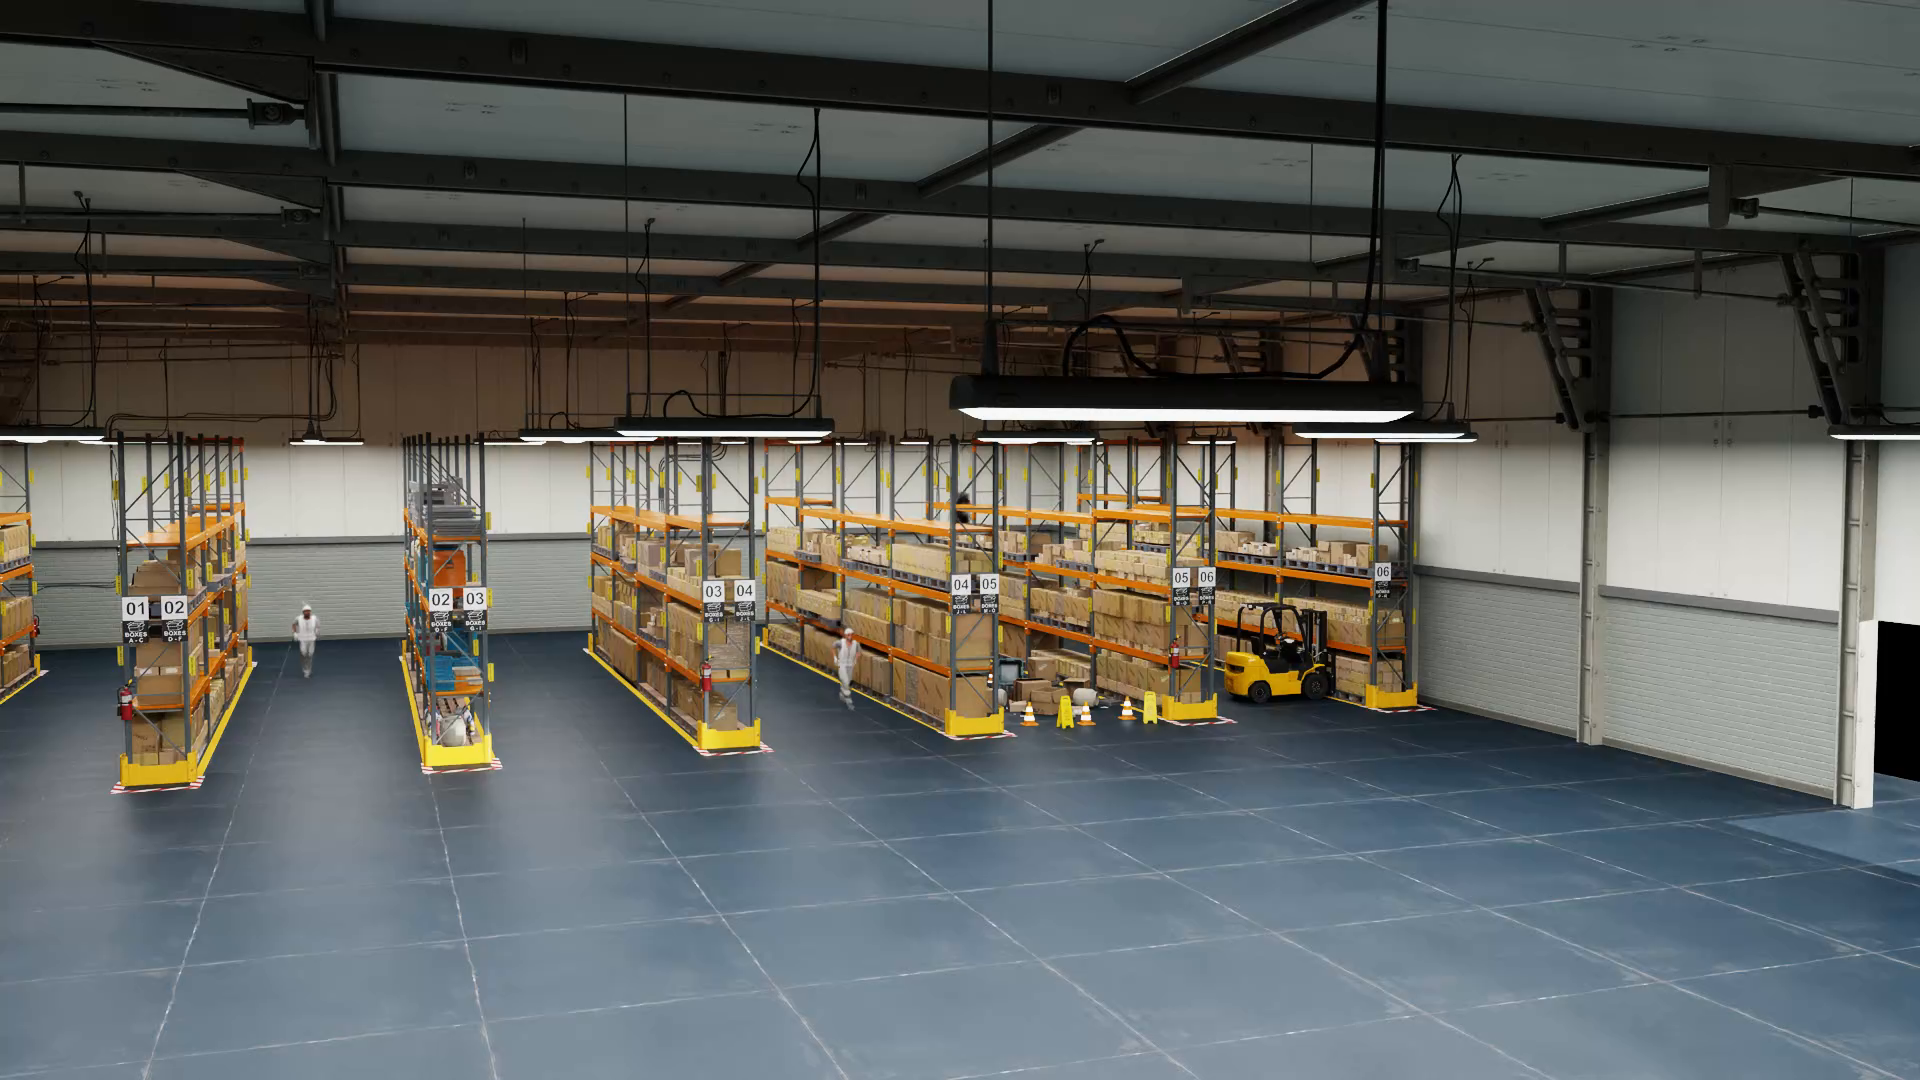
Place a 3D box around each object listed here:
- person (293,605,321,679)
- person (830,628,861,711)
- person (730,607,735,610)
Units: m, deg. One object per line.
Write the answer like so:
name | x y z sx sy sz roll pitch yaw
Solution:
person | -16.341 2.534 41.651 0.610 1.829 0.918 -2 4 -34
person | -2.517 2.807 36.681 0.672 1.778 1.018 -1 3 -20
person | -6.418 2.340 45.833 0.601 1.783 0.847 -2 4 -28
